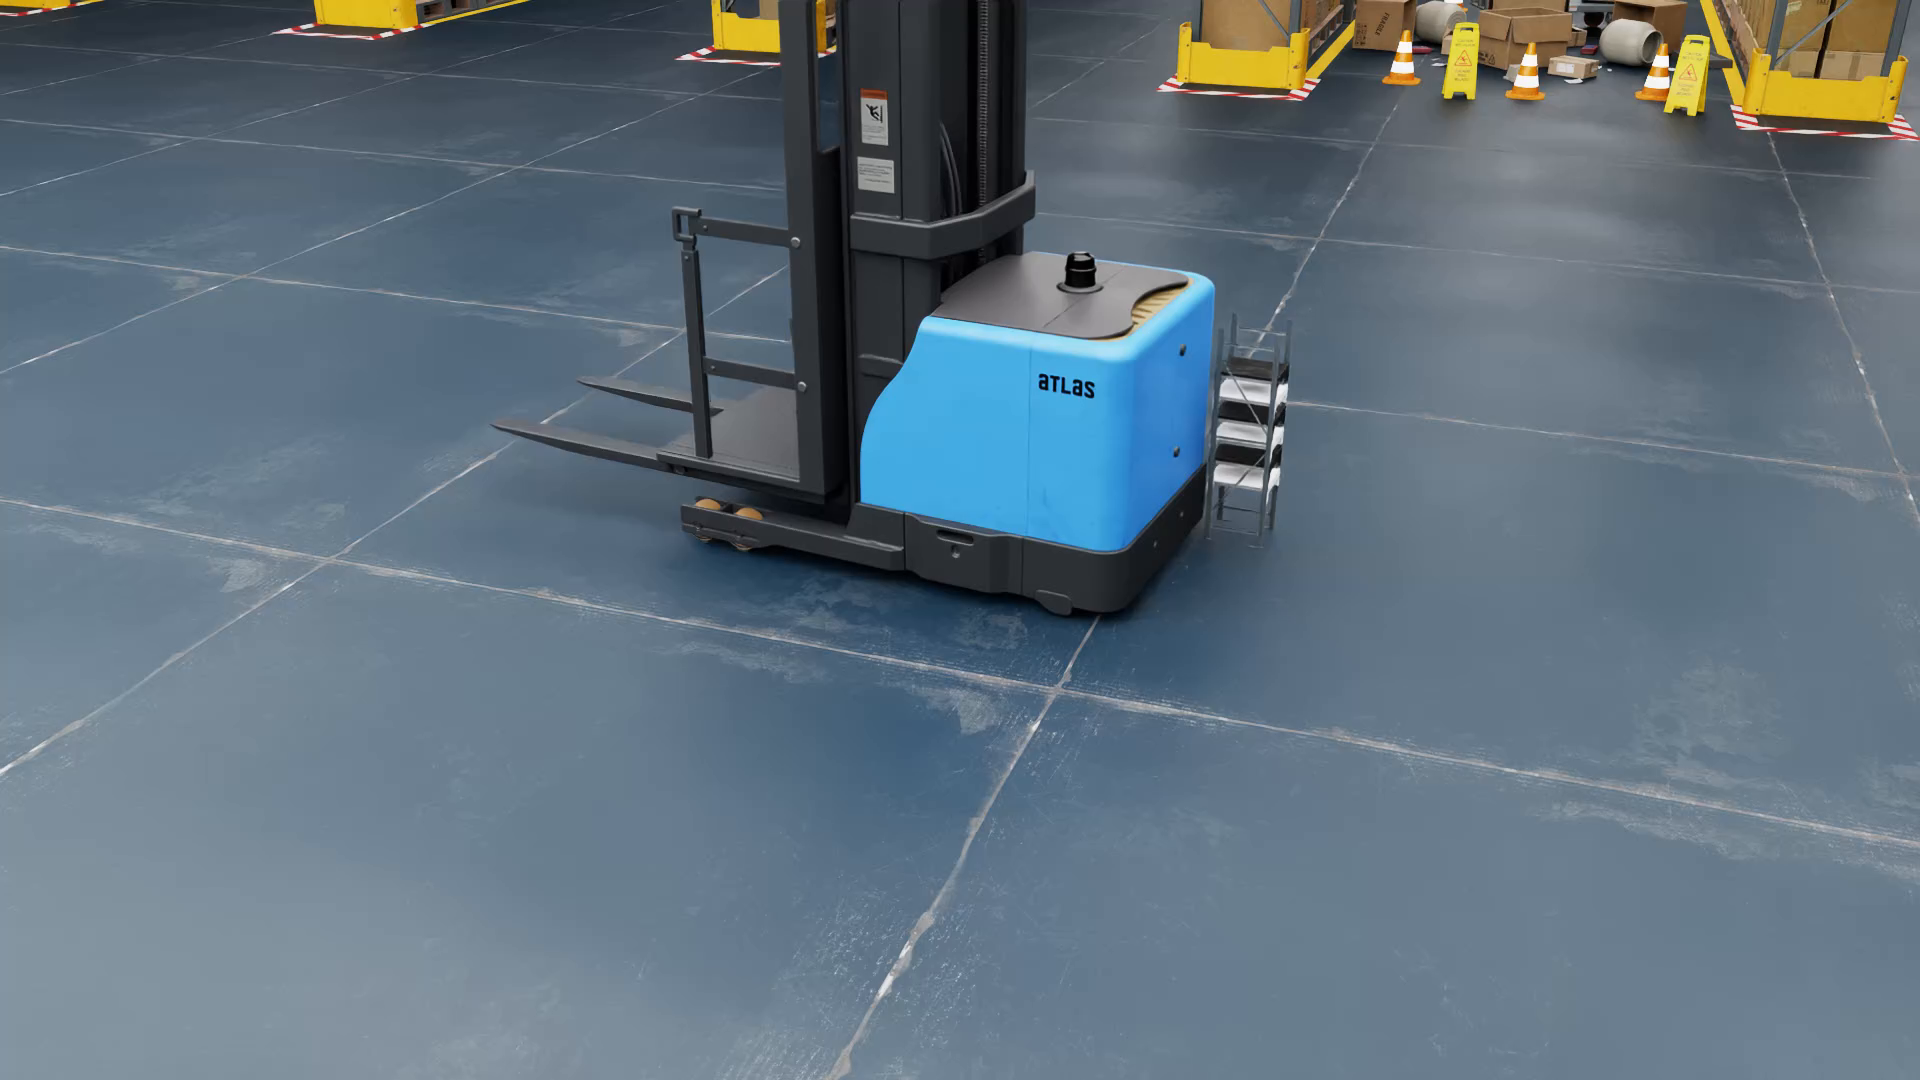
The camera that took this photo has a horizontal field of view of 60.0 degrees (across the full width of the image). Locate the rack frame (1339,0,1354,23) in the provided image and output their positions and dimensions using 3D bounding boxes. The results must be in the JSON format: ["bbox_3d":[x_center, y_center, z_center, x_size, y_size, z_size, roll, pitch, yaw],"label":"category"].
[{"bbox_3d":[3.976,-7.303,18.391,1.000,3.000,0.127,9,27,17],"label":"rack frame"}]

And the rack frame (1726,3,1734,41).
[{"bbox_3d":[8.677,-6.626,16.994,1.000,3.000,0.127,9,27,17],"label":"rack frame"}]

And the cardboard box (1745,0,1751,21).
[{"bbox_3d":[7.885,-5.278,16.021,0.500,0.500,0.500,10,28,20],"label":"cardboard box"}]

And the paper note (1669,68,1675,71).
[{"bbox_3d":[6.912,-4.596,16.207,0.142,0.019,0.148,0,26,-1],"label":"paper note"}]

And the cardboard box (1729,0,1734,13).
[{"bbox_3d":[8.850,-5.849,17.921,0.950,0.372,0.625,9,27,18],"label":"cardboard box"}]

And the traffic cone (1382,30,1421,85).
[{"bbox_3d":[4.161,-4.529,15.574,0.336,0.463,0.334,9,27,17],"label":"traffic cone"}]

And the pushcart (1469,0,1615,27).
[{"bbox_3d":[6.511,-5.756,18.206,1.648,0.377,0.936,0,26,-1],"label":"pushcart"}]

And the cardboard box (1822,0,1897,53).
[{"bbox_3d":[7.883,-4.573,14.565,0.500,0.500,0.500,8,27,16],"label":"cardboard box"}]

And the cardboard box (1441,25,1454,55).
[{"bbox_3d":[5.141,-5.099,16.976,0.396,0.266,0.258,14,29,26],"label":"cardboard box"}]

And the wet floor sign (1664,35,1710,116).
[{"bbox_3d":[6.274,-4.000,14.271,0.267,0.644,0.232,20,32,35],"label":"wet floor sign"}]

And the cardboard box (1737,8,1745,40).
[{"bbox_3d":[8.059,-5.154,16.625,0.500,0.250,0.500,10,28,20],"label":"cardboard box"}]

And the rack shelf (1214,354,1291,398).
[{"bbox_3d":[1.142,-0.642,6.501,0.258,0.077,0.200,10,28,20],"label":"rack shelf"}]

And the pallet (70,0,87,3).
[{"bbox_3d":[-11.124,-6.923,20.807,1.003,0.211,1.213,9,27,17],"label":"pallet"}]

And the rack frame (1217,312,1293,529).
[{"bbox_3d":[1.181,-0.470,6.688,0.240,0.900,0.006,10,28,20],"label":"rack frame"}]

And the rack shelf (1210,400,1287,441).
[{"bbox_3d":[1.142,-0.480,6.579,0.258,0.077,0.200,10,28,20],"label":"rack shelf"}]

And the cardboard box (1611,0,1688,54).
[{"bbox_3d":[7.038,-5.260,17.036,0.500,0.500,0.500,-14,29,-27],"label":"cardboard box"}]

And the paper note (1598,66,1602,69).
[{"bbox_3d":[6.208,-4.646,16.323,0.148,0.019,0.142,20,32,35],"label":"paper note"}]

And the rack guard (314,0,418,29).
[{"bbox_3d":[-6.689,-6.051,18.674,1.175,0.500,0.348,9,27,17],"label":"rack guard"}]

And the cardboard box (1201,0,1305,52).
[{"bbox_3d":[2.808,-5.180,15.963,0.875,0.875,0.875,9,27,18],"label":"cardboard box"}]

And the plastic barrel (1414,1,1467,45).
[{"bbox_3d":[5.045,-5.455,17.530,0.421,0.421,0.512,-14,29,-27],"label":"plastic barrel"}]

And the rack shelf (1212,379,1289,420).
[{"bbox_3d":[1.142,-0.561,6.540,0.258,0.077,0.200,10,28,20],"label":"rack shelf"}]

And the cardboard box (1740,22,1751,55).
[{"bbox_3d":[7.710,-4.733,15.756,0.500,0.250,0.500,8,27,16],"label":"cardboard box"}]

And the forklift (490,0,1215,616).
[{"bbox_3d":[-0.559,-1.470,6.423,3.031,2.935,1.130,12,28,23],"label":"forklift"}]

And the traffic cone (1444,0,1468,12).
[{"bbox_3d":[5.846,-6.493,19.630,0.336,0.463,0.334,9,27,17],"label":"traffic cone"}]

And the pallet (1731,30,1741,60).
[{"bbox_3d":[8.487,-5.090,17.021,1.003,0.211,1.213,9,27,17],"label":"pallet"}]

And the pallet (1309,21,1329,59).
[{"bbox_3d":[3.245,-5.243,17.338,1.003,0.211,1.213,9,27,17],"label":"pallet"}]

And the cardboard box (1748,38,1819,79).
[{"bbox_3d":[7.370,-4.315,14.894,0.500,0.250,0.500,9,27,17],"label":"cardboard box"}]

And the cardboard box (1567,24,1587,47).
[{"bbox_3d":[6.382,-5.372,17.541,0.258,0.266,0.396,-9,27,-18],"label":"cardboard box"}]

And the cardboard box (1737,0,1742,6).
[{"bbox_3d":[8.226,-5.712,16.918,0.500,0.500,0.500,10,28,20],"label":"cardboard box"}]

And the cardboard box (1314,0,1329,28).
[{"bbox_3d":[3.404,-5.916,17.483,0.875,0.875,0.875,9,27,18],"label":"cardboard box"}]

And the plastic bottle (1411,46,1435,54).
[{"bbox_3d":[4.719,-5.034,17.077,0.283,0.061,0.133,0,26,-1],"label":"plastic bottle"}]

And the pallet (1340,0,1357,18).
[{"bbox_3d":[4.162,-6.376,19.676,1.003,0.211,1.213,9,27,17],"label":"pallet"}]

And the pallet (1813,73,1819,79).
[{"bbox_3d":[7.675,-4.088,14.950,1.003,0.211,1.213,9,27,17],"label":"pallet"}]

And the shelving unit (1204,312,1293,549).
[{"bbox_3d":[1.142,-0.429,6.604,0.258,0.900,0.210,10,28,20],"label":"shelving unit"}]

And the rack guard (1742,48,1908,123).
[{"bbox_3d":[7.372,-3.889,14.208,1.175,0.500,0.348,9,27,17],"label":"rack guard"}]

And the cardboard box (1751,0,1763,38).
[{"bbox_3d":[7.537,-4.854,15.145,0.500,0.500,0.500,10,28,19],"label":"cardboard box"}]

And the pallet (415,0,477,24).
[{"bbox_3d":[-6.413,-6.254,19.425,1.003,0.211,1.213,9,27,17],"label":"pallet"}]

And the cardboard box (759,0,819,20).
[{"bbox_3d":[-1.775,-5.738,17.545,0.500,0.500,0.500,14,29,27],"label":"cardboard box"}]

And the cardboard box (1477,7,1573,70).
[{"bbox_3d":[5.543,-4.948,16.392,0.797,0.503,0.637,-9,27,-18],"label":"cardboard box"}]

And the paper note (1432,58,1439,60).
[{"bbox_3d":[4.785,-4.835,16.725,0.123,0.001,0.032,-20,33,-36],"label":"paper note"}]

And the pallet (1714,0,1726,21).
[{"bbox_3d":[9.339,-6.195,19.302,1.003,0.211,1.213,9,27,17],"label":"pallet"}]
